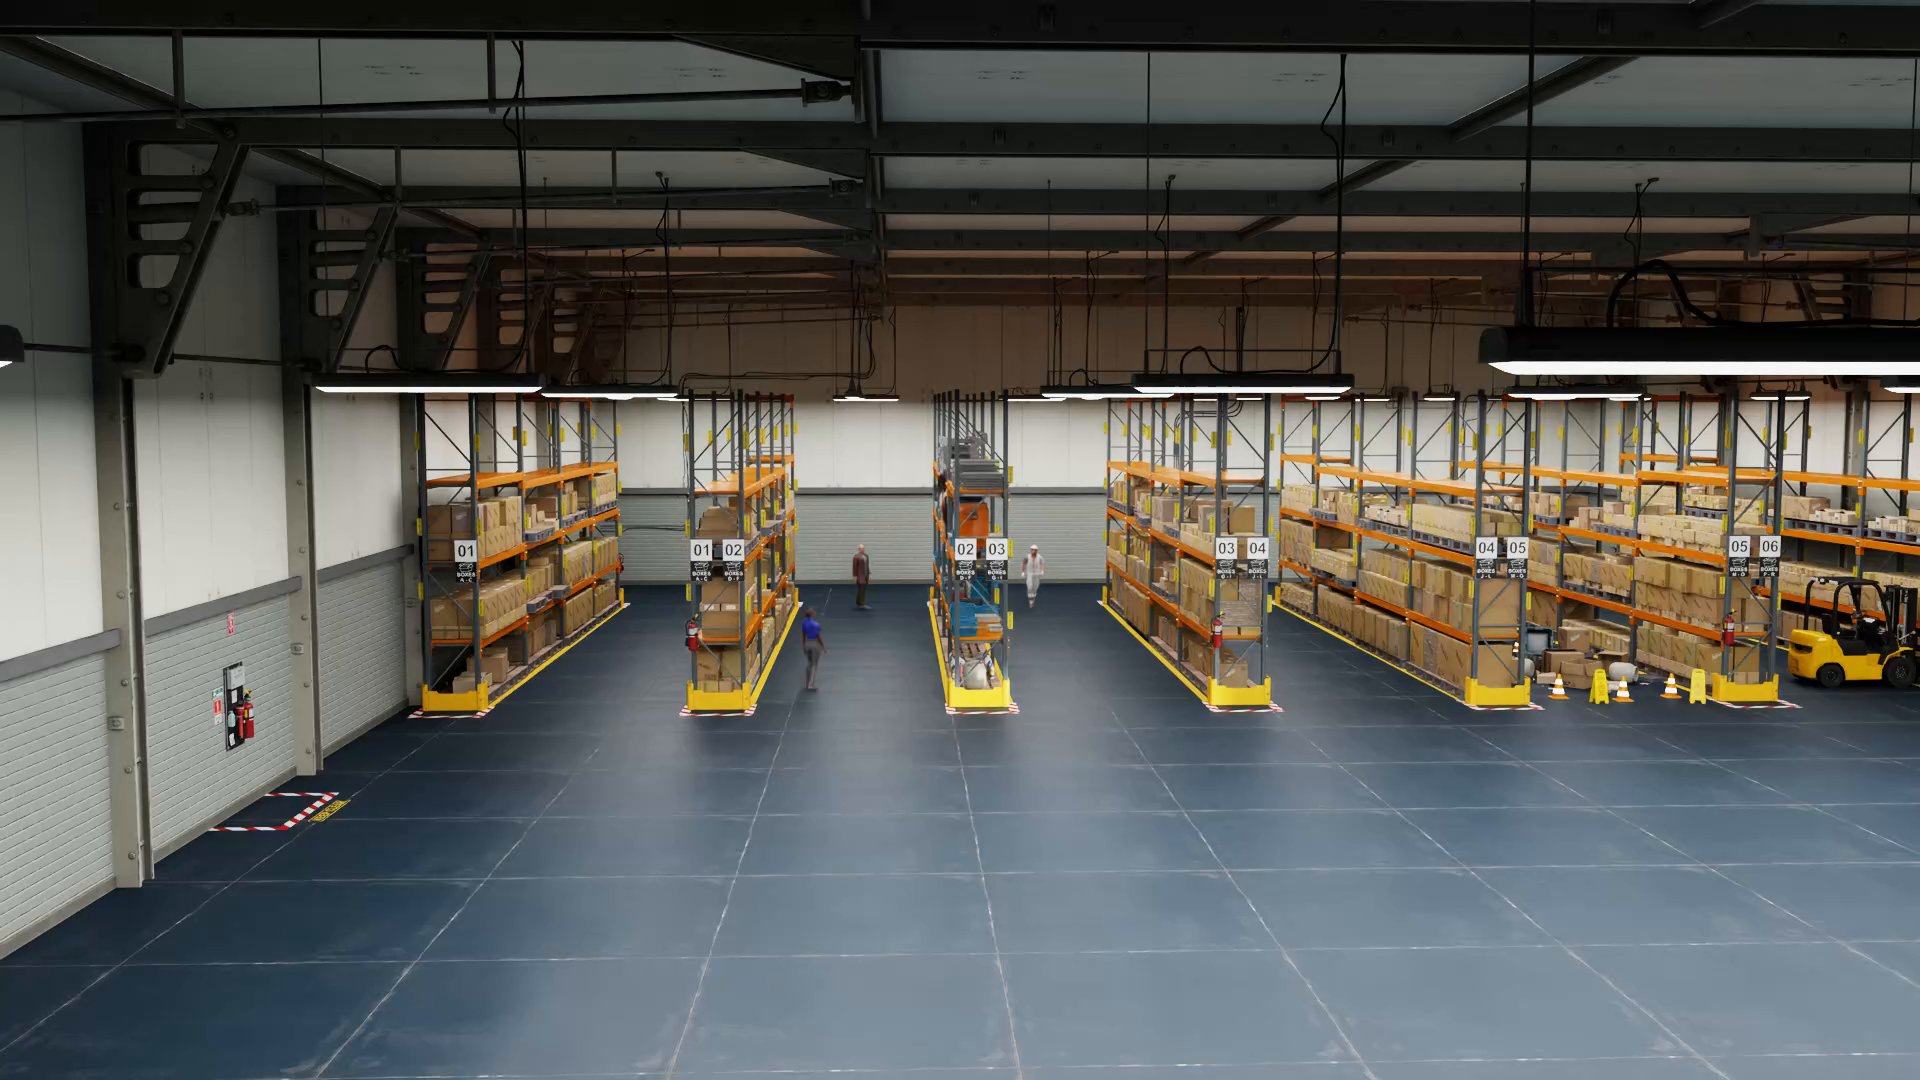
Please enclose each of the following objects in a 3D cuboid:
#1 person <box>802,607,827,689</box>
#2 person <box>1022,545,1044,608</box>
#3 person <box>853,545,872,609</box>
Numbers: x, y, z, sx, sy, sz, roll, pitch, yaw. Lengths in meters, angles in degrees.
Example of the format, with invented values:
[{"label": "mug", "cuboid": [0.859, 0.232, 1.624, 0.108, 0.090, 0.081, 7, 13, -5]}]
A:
[{"label": "person", "cuboid": [-2.943, 2.189, 33.416, 0.482, 1.700, 0.461, 3, 5, 30]}, {"label": "person", "cuboid": [2.084, 1.039, 47.188, 0.618, 1.812, 0.877, 0, 5, -4]}, {"label": "person", "cuboid": [-2.680, 1.029, 46.737, 0.651, 1.789, 0.606, 3, 6, 33]}]
